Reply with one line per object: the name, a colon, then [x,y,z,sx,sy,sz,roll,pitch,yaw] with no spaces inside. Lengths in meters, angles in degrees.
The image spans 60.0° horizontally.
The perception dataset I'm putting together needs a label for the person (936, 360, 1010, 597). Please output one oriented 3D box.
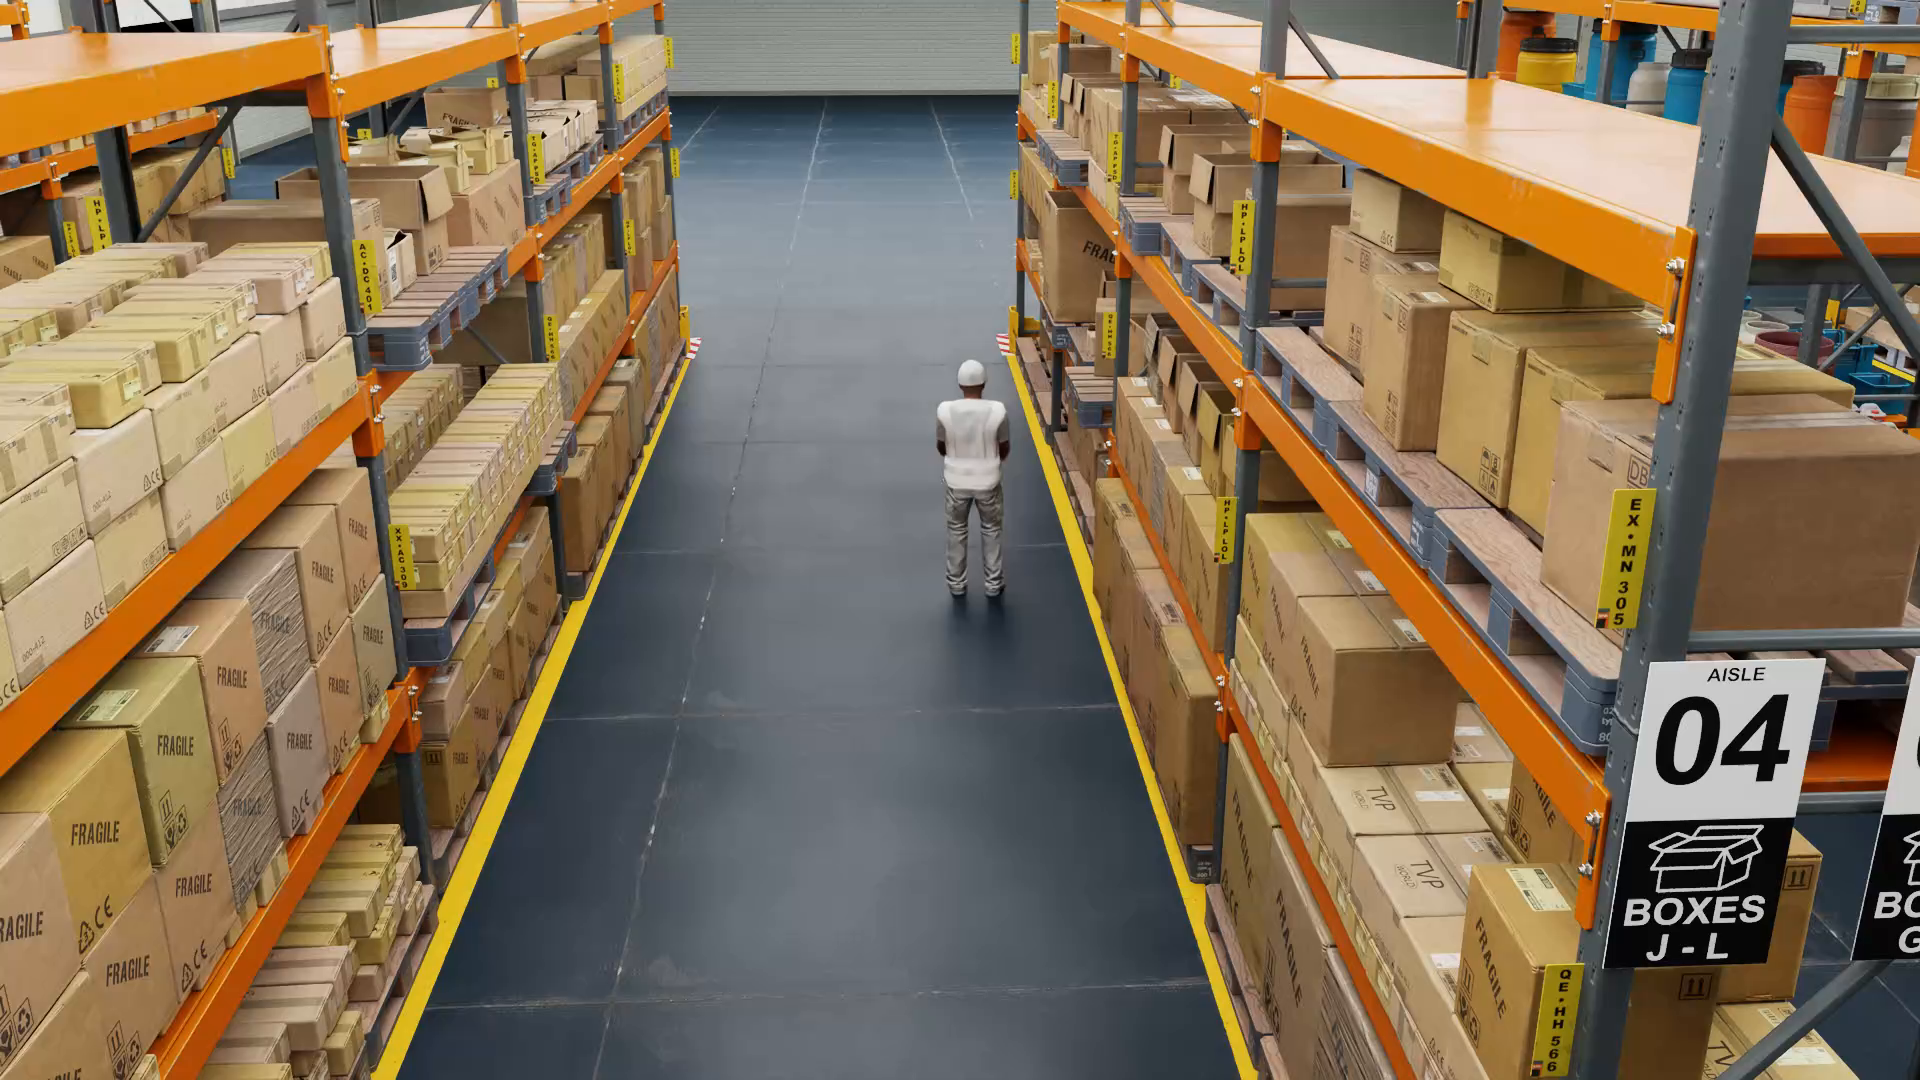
person: [0.101,-0.468,12.316,0.546,1.786,0.509,2,20,6]
